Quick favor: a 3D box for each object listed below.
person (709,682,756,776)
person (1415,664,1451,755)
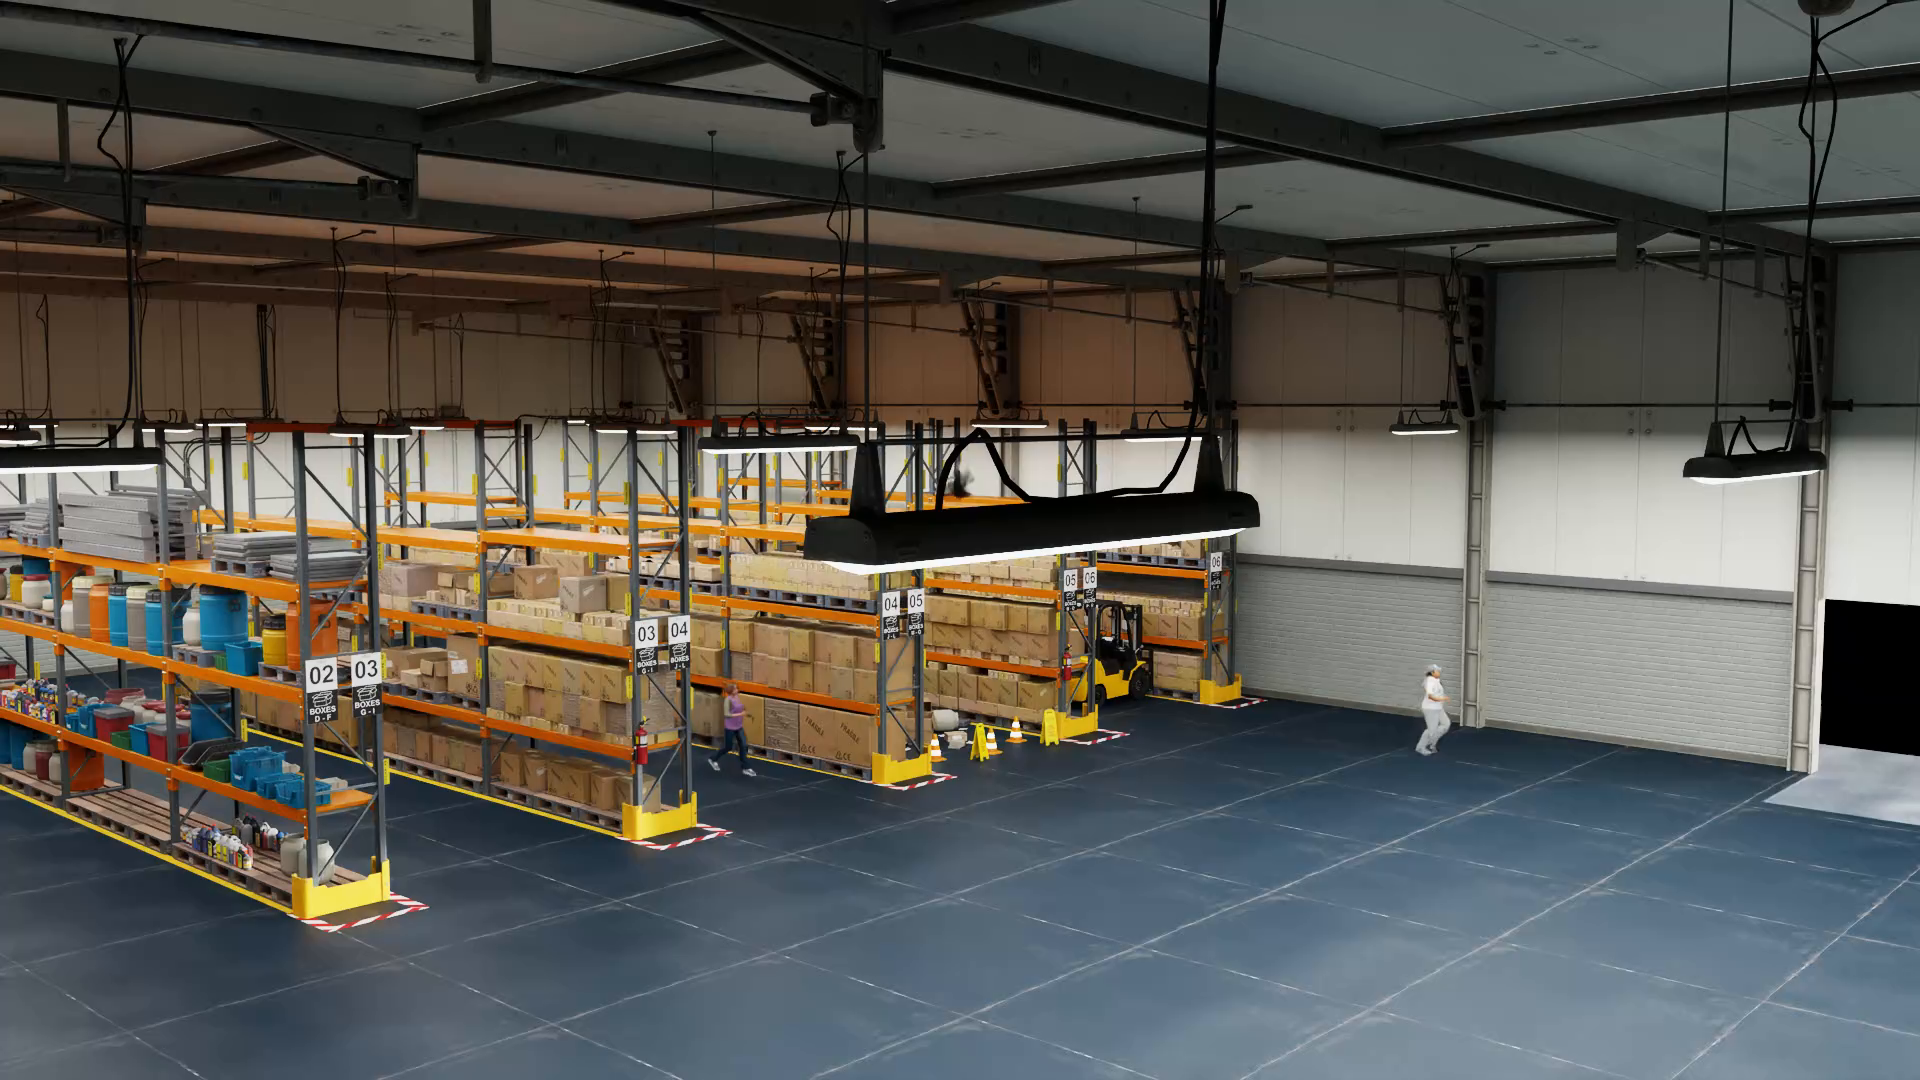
[{"bbox_3d":[-3.867,3.204,28.282,0.895,1.583,0.539,2,5,26],"label":"person"},{"bbox_3d":[8.530,3.064,29.948,0.604,1.649,0.667,2,5,22],"label":"person"}]
